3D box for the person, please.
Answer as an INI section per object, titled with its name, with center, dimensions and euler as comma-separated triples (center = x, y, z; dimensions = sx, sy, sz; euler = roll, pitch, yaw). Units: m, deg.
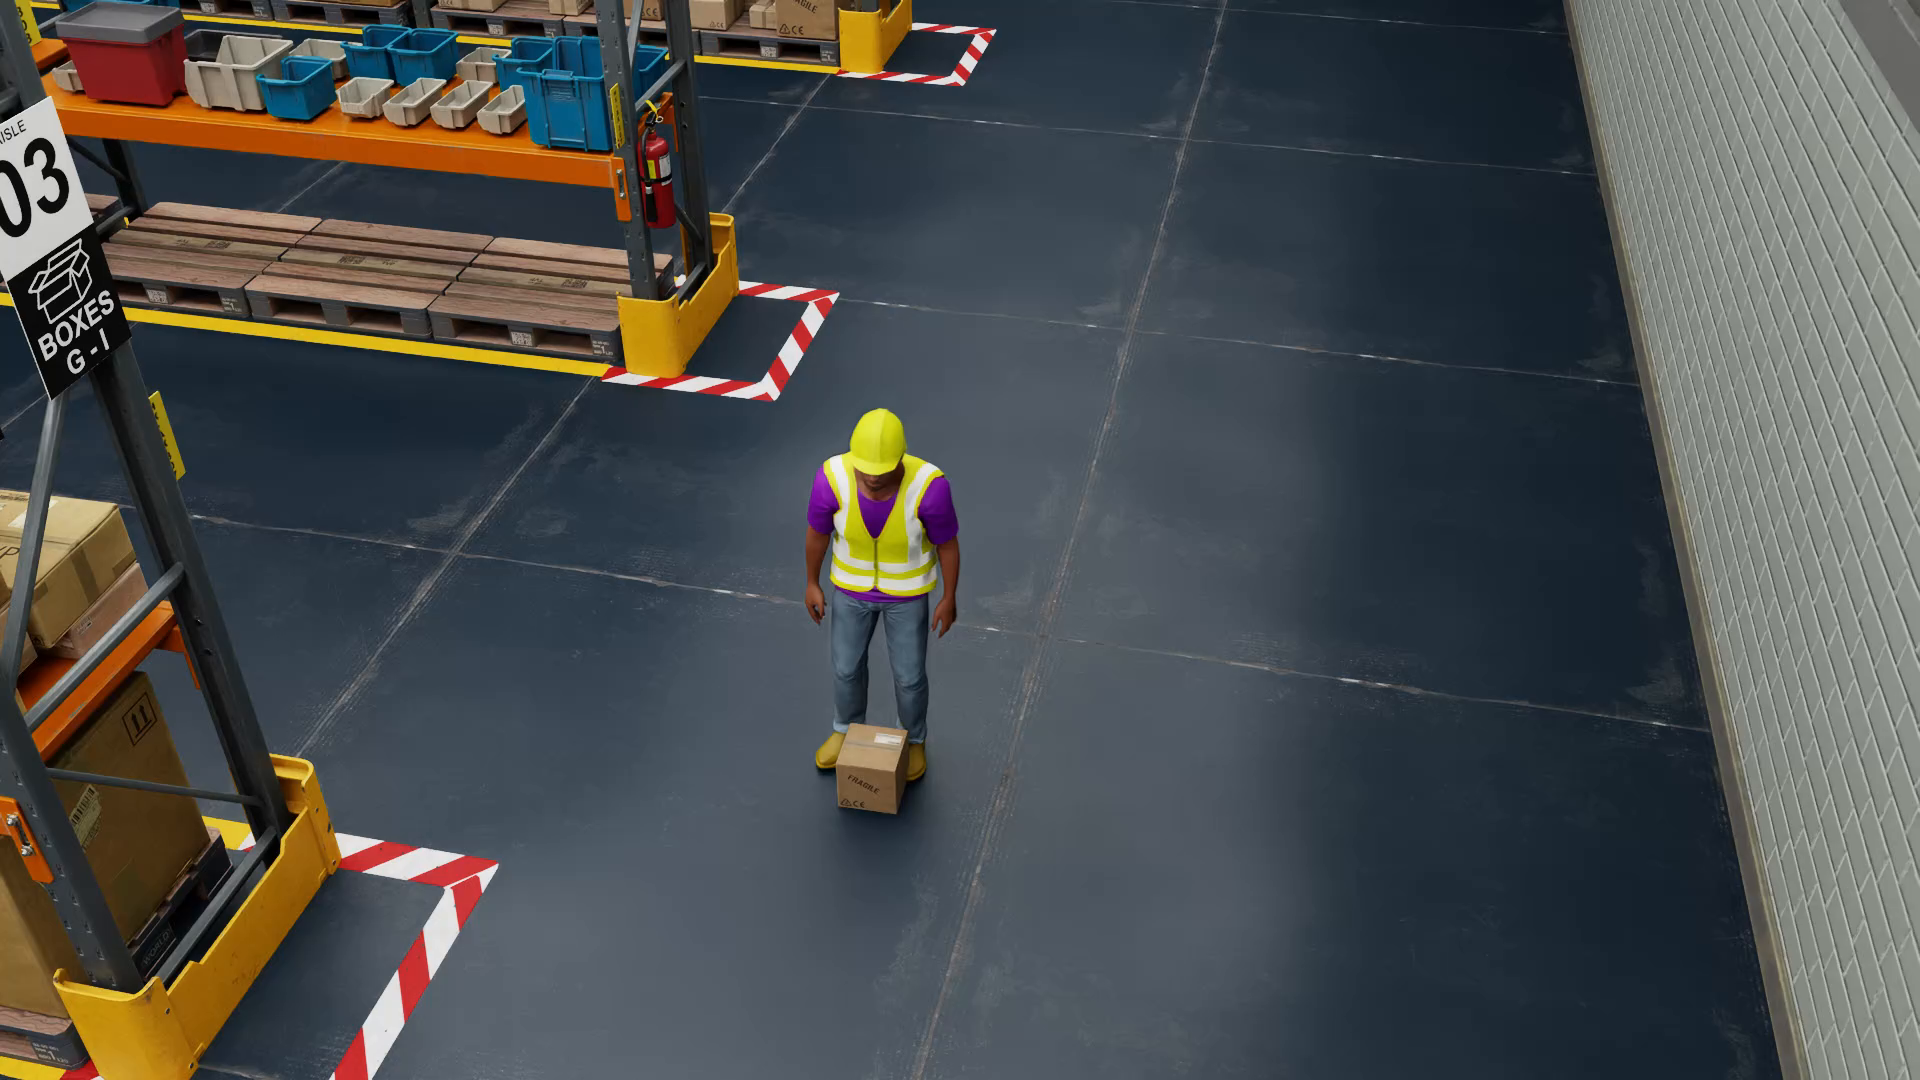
[person]
center = -0.318, 0.210, 6.667
dimensions = 0.627, 1.759, 0.462
euler = 6, 37, 8
